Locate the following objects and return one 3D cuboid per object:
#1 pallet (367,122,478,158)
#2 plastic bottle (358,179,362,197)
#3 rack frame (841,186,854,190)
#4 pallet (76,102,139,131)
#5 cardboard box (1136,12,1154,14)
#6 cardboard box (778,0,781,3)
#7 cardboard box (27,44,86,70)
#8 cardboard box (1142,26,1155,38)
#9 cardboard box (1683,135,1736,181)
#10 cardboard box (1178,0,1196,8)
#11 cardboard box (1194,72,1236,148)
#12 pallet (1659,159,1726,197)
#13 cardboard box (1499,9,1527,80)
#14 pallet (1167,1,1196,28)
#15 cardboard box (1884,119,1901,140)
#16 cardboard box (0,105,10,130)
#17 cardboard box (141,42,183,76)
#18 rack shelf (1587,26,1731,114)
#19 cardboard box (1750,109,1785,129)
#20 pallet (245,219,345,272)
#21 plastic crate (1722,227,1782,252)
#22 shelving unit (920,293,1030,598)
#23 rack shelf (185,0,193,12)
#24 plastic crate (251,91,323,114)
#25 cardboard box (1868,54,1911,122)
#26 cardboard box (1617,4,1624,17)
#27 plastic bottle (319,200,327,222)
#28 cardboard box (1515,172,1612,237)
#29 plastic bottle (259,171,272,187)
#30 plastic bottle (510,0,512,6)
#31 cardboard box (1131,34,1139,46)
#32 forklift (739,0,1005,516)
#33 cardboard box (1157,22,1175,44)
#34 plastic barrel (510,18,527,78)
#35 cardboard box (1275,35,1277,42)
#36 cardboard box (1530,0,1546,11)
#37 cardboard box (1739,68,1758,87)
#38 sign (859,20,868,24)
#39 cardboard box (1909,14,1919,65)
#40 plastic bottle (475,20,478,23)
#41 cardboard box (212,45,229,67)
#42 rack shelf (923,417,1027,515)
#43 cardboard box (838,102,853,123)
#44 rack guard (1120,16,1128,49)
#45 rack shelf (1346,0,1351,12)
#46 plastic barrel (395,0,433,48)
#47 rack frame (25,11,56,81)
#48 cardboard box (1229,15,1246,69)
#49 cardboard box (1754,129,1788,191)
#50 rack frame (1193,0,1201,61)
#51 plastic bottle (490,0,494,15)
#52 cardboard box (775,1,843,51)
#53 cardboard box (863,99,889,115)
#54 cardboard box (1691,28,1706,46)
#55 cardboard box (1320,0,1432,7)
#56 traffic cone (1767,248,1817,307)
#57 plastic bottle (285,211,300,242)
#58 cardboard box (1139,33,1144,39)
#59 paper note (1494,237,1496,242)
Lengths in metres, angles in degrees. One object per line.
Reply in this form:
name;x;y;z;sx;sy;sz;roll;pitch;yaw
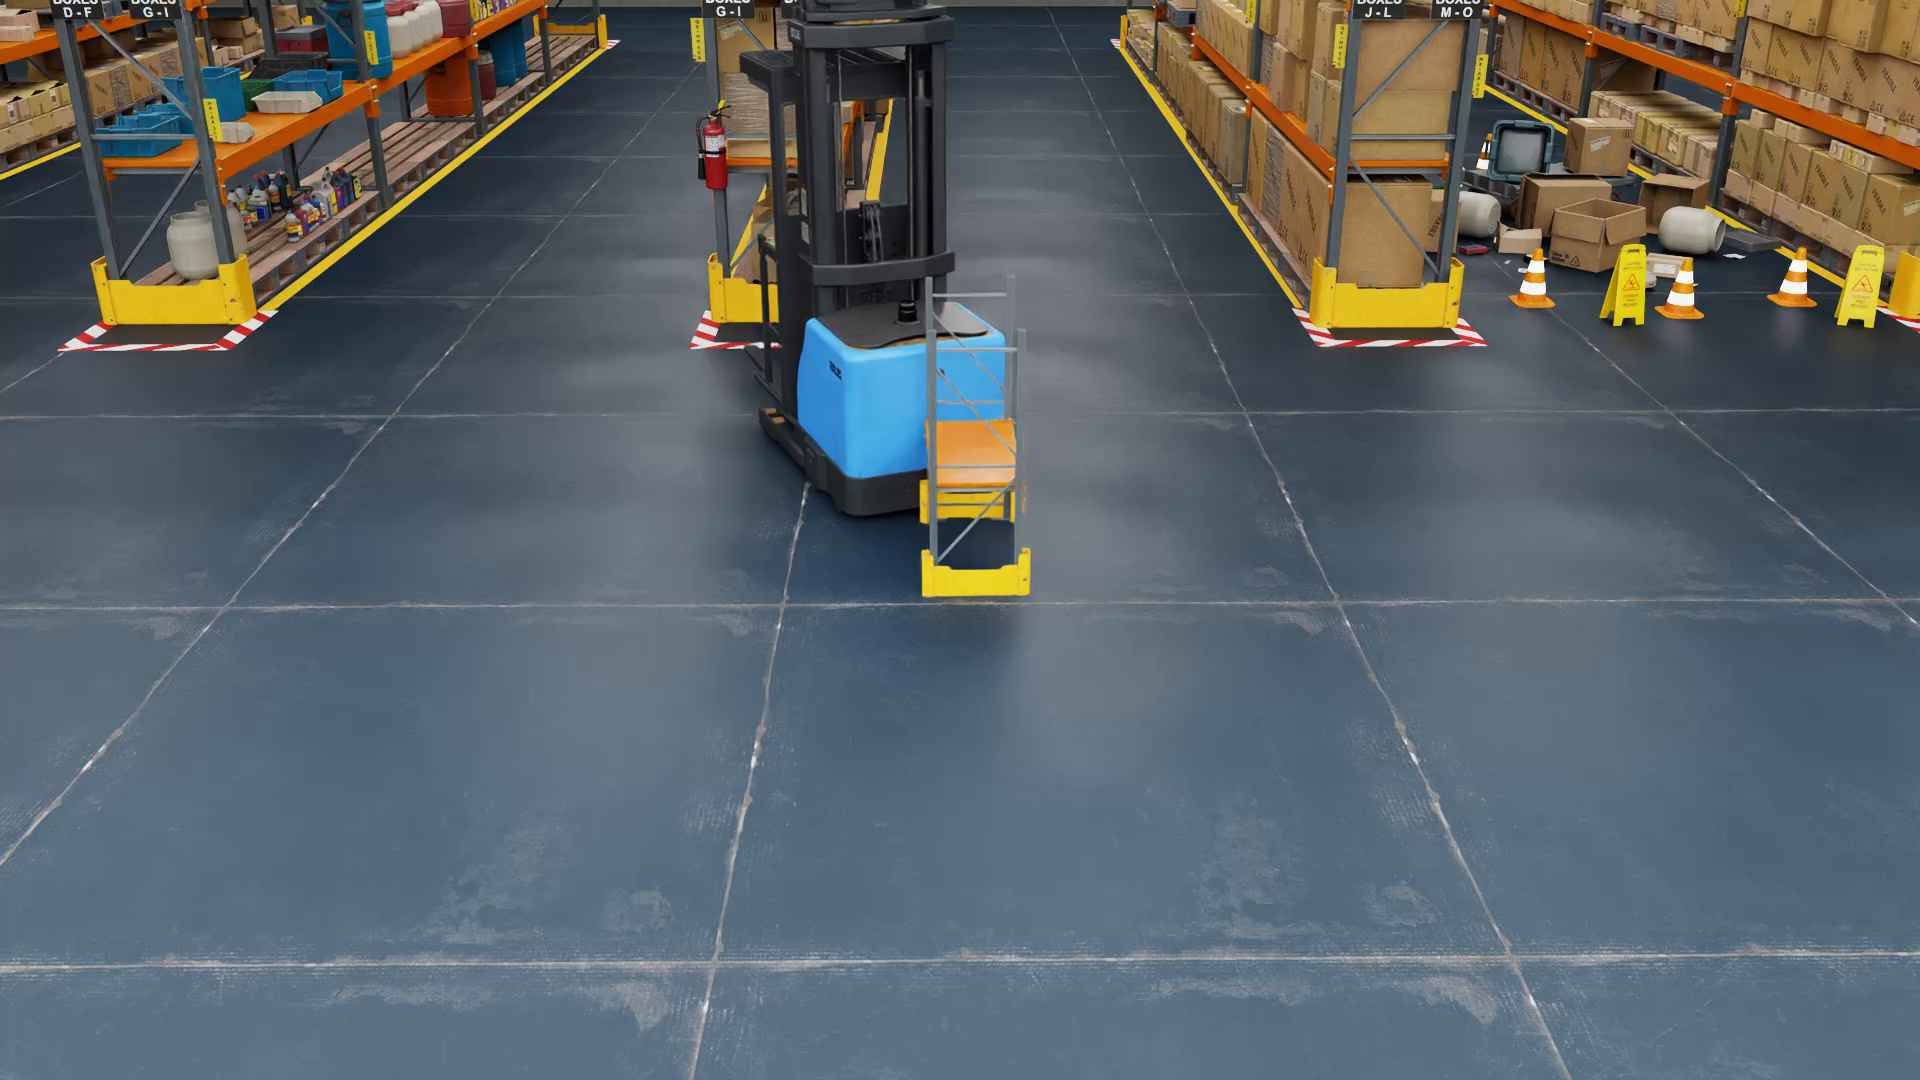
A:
pallet;-6.543;-4.883;20.291;1.003;0.211;1.213;0;24;-1
plastic bottle;-6.154;-3.603;16.937;0.097;0.201;0.097;0;24;0
rack frame;-1.513;-4.847;16.828;0.949;2.616;0.053;0;24;-1
pallet;-11.436;-5.490;21.632;1.003;0.211;1.213;0;24;-1
cardboard box;3.103;-8.606;27.366;0.380;0.149;0.250;0;24;0
cardboard box;-1.737;-4.267;13.850;0.500;0.500;0.500;0;24;-1
cardboard box;-11.716;-6.263;21.548;0.500;0.250;0.500;1;24;1
cardboard box;3.020;-7.860;25.716;0.380;0.149;0.250;-1;24;-3
cardboard box;8.385;-4.102;17.859;0.950;0.372;0.625;0;24;0
cardboard box;2.936;-6.754;20.840;0.380;0.149;0.250;0;24;0
cardboard box;3.330;-5.031;19.454;1.050;0.750;0.750;0;24;0
pallet;8.383;-3.942;18.210;1.003;0.211;1.213;0;24;-1
cardboard box;8.392;-7.157;24.002;0.875;0.875;0.875;0;24;1
pallet;3.286;-6.682;21.117;1.213;0.211;1.003;0;24;-1
cardboard box;8.123;-3.492;14.136;0.380;0.149;0.250;-1;24;-1
cardboard box;-11.196;-4.803;18.877;0.500;0.311;0.500;0;24;1
cardboard box;-11.221;-6.757;23.549;0.500;0.500;0.500;0;24;0
rack shelf;8.371;-5.388;18.897;1.077;0.370;4.000;0;24;-1
cardboard box;8.071;-4.172;16.464;0.380;0.149;0.250;0;24;0
pallet;-6.487;-2.774;15.627;1.003;0.211;1.213;0;24;-1
plastic crate;7.590;-2.911;16.089;0.402;0.080;0.583;-9;26;-19
shelving unit;0.069;-0.596;9.248;0.587;1.500;1.083;-1;24;-2
rack shelf;-6.447;-5.040;14.487;1.077;0.370;4.000;0;24;-1
plastic crate;-6.198;-4.037;15.356;0.530;0.136;0.437;0;24;-1
cardboard box;8.154;-3.854;14.148;0.500;0.500;0.500;0;24;0
cardboard box;8.136;-6.366;19.980;0.380;0.149;0.250;-2;24;-4
plastic bottle;-6.142;-3.159;15.956;0.097;0.201;0.097;0;24;0
cardboard box;5.867;-3.266;16.196;0.797;0.637;0.503;0;24;-1
plastic bottle;-6.875;-3.484;16.494;0.144;0.351;0.185;0;24;1
plastic bottle;-6.189;-7.409;22.732;0.097;0.201;0.097;0;24;0
cardboard box;2.986;-8.132;27.041;0.380;0.149;0.250;0;24;0
forklift;-0.732;-2.057;10.741;1.130;2.935;3.031;-9;26;-20
cardboard box;3.101;-7.213;23.672;0.500;0.250;0.500;-1;24;-3
plastic barrel;-6.568;-7.133;23.917;0.600;0.901;0.708;0;24;-1
cardboard box;3.489;-4.518;15.917;0.875;0.550;0.550;0;24;-1
cardboard box;8.040;-7.307;22.448;0.500;0.250;0.500;-1;24;-1
cardboard box;8.076;-4.646;16.688;0.380;0.149;0.250;0;24;-1
sign;-0.974;-5.247;16.662;0.100;0.325;0.005;0;24;-1
cardboard box;8.213;-4.090;13.457;0.700;0.500;0.500;-1;24;-2
plastic bottle;-6.169;-6.651;21.056;0.097;0.201;0.097;0;24;0
cardboard box;-11.298;-7.250;24.870;0.500;0.311;0.500;0;24;-1
rack shelf;0.070;-0.429;9.314;0.538;0.185;1.000;-1;24;-2
cardboard box;-1.157;-3.822;14.865;0.380;0.149;0.250;0;24;-1
rack guard;3.314;-8.603;28.164;1.175;0.500;0.348;0;24;-1
rack shelf;3.466;-5.043;14.493;1.077;0.370;4.000;0;24;-1
plastic barrel;-6.283;-5.928;19.081;0.421;0.512;0.421;0;24;0
rack frame;-11.469;-6.453;20.377;0.949;2.616;0.053;0;24;-1
cardboard box;3.166;-5.296;17.698;0.500;0.500;0.500;-1;24;-1
cardboard box;8.147;-3.707;16.224;0.500;0.500;0.500;1;24;2
rack frame;3.401;-6.476;20.429;1.000;3.000;0.127;0;24;-1
plastic bottle;-6.178;-7.023;21.795;0.097;0.271;0.097;0;24;0
cardboard box;-1.206;-4.064;13.399;0.500;0.500;0.500;0;24;-1
cardboard box;-1.547;-6.003;21.453;1.225;0.875;0.875;-1;24;-3
cardboard box;8.087;-5.394;17.833;0.380;0.149;0.250;-1;24;-1
cardboard box;3.554;-4.351;14.238;0.875;0.550;0.550;0;24;-1
traffic cone;7.142;-2.259;14.184;0.336;0.463;0.334;0;24;-1
plastic bottle;-6.134;-2.883;15.261;0.097;0.271;0.097;0;24;0
cardboard box;3.092;-8.155;26.730;0.380;0.149;0.250;-1;24;-3
paper note;5.289;-2.920;16.179;0.172;0.023;0.155;8;26;18
